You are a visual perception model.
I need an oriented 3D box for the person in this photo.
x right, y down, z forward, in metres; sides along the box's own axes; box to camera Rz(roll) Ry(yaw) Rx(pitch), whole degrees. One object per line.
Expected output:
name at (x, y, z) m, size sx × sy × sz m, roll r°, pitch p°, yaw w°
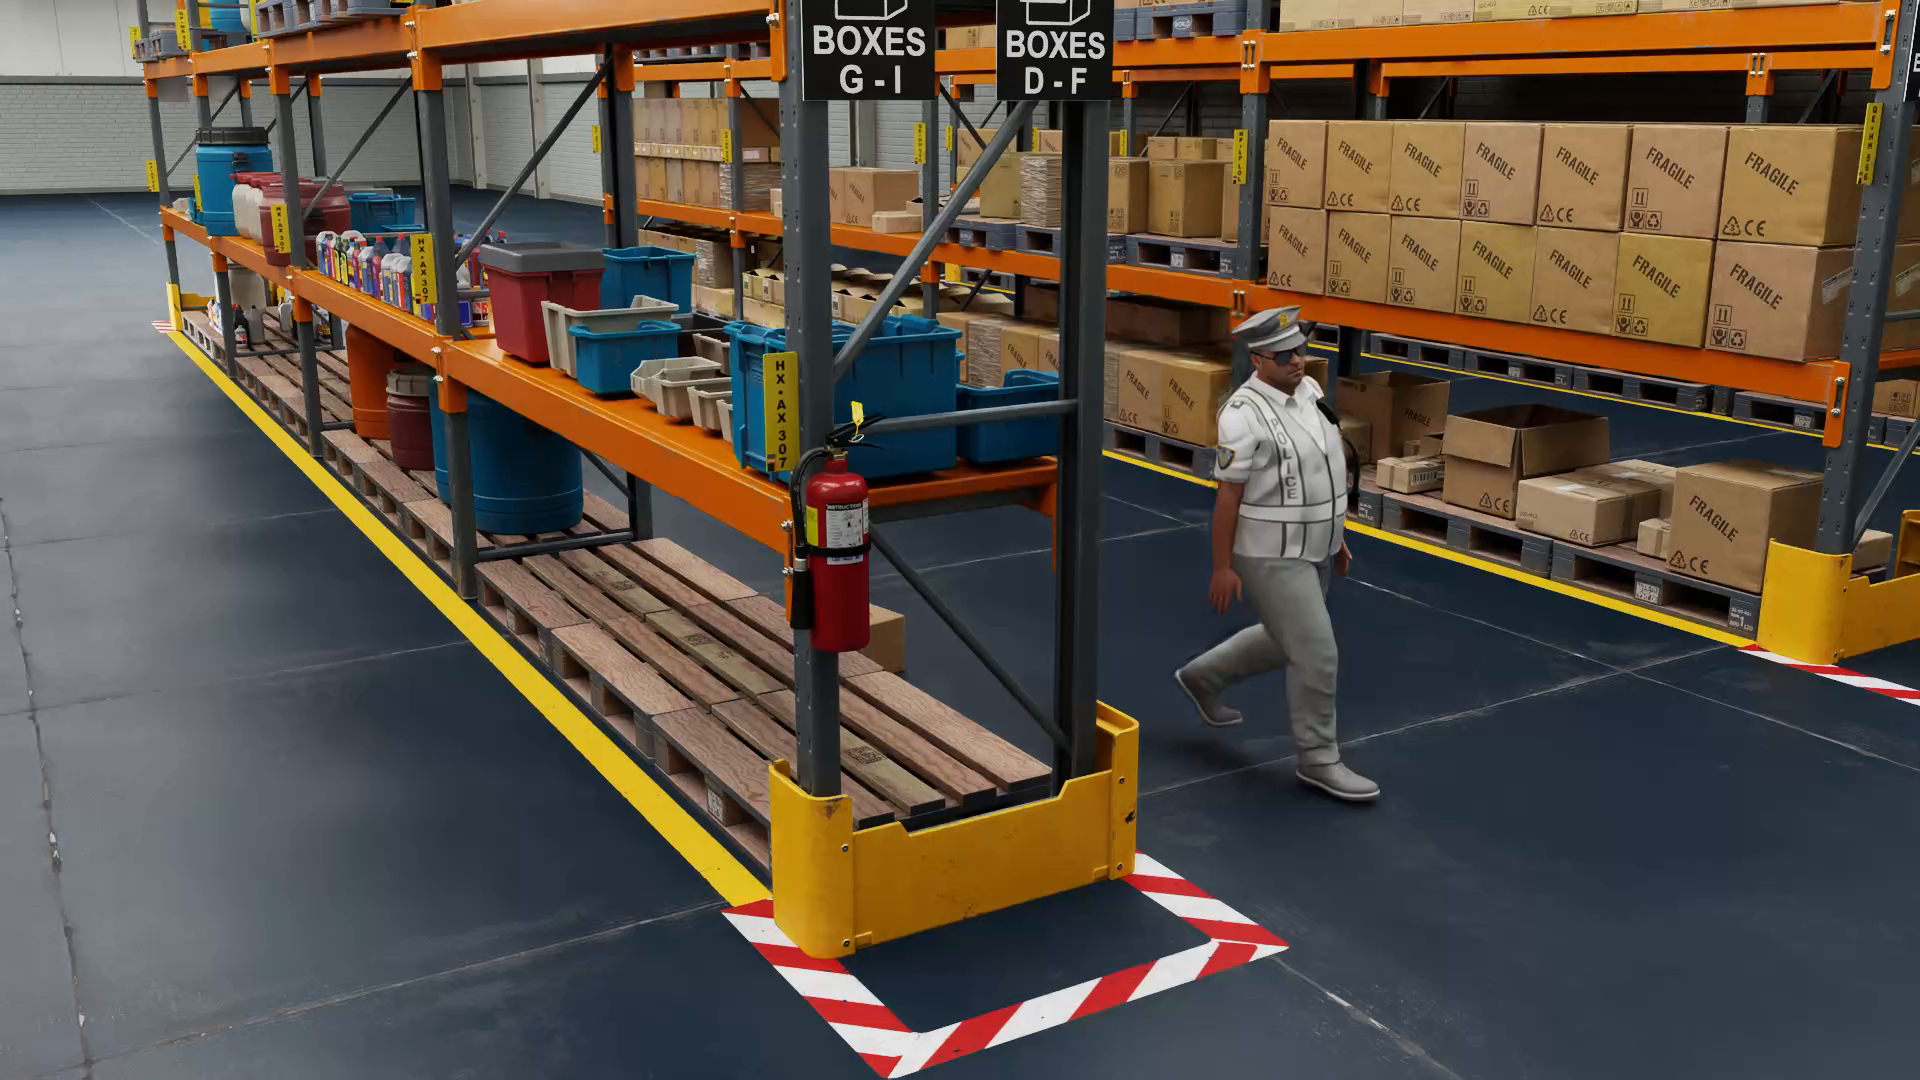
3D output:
person at (1.134, 0.009, 5.946) m, size 0.929 × 1.717 × 0.586 m, roll 13°, pitch 19°, yaw 40°
